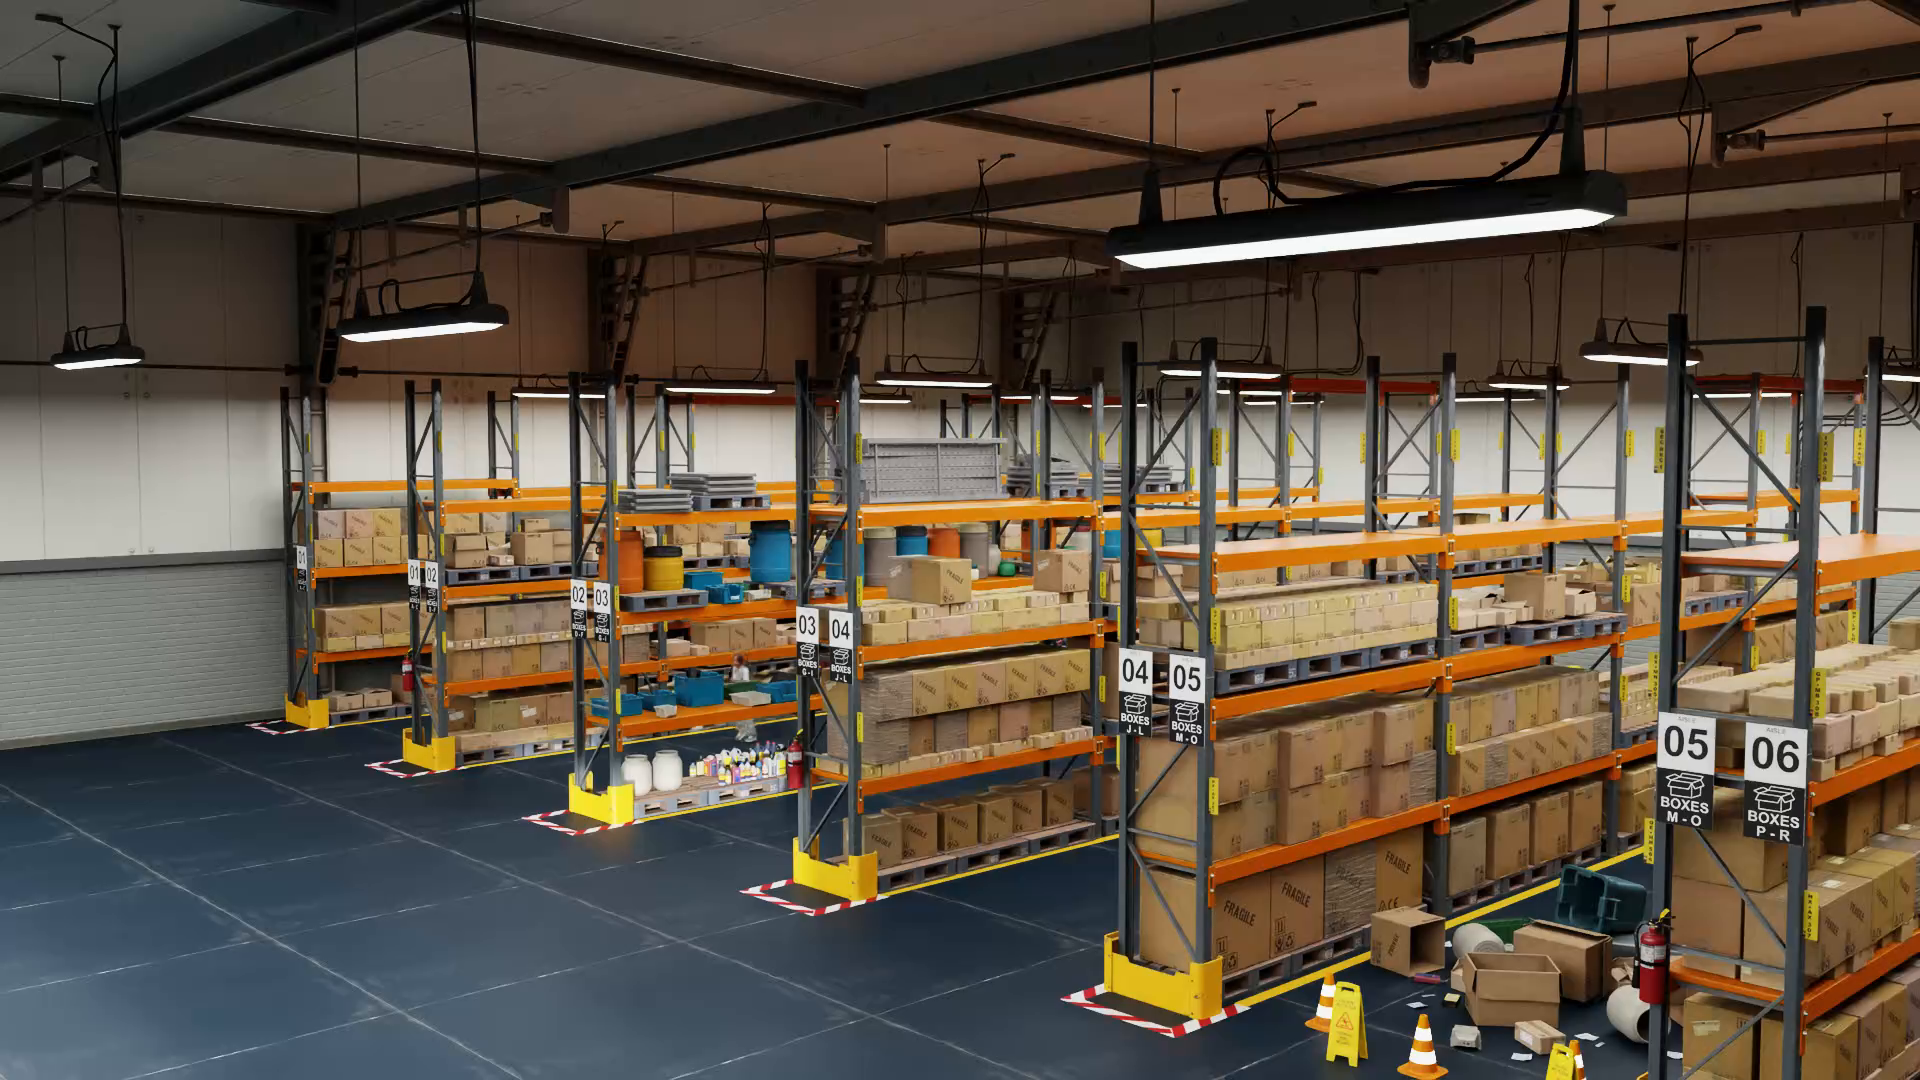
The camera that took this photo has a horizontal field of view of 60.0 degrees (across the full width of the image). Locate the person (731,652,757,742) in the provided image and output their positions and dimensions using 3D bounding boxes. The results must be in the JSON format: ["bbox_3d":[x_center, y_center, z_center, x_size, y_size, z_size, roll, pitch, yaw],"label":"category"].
[{"bbox_3d":[-3.628,2.620,27.567,0.503,1.536,0.775,3,5,39],"label":"person"}]
